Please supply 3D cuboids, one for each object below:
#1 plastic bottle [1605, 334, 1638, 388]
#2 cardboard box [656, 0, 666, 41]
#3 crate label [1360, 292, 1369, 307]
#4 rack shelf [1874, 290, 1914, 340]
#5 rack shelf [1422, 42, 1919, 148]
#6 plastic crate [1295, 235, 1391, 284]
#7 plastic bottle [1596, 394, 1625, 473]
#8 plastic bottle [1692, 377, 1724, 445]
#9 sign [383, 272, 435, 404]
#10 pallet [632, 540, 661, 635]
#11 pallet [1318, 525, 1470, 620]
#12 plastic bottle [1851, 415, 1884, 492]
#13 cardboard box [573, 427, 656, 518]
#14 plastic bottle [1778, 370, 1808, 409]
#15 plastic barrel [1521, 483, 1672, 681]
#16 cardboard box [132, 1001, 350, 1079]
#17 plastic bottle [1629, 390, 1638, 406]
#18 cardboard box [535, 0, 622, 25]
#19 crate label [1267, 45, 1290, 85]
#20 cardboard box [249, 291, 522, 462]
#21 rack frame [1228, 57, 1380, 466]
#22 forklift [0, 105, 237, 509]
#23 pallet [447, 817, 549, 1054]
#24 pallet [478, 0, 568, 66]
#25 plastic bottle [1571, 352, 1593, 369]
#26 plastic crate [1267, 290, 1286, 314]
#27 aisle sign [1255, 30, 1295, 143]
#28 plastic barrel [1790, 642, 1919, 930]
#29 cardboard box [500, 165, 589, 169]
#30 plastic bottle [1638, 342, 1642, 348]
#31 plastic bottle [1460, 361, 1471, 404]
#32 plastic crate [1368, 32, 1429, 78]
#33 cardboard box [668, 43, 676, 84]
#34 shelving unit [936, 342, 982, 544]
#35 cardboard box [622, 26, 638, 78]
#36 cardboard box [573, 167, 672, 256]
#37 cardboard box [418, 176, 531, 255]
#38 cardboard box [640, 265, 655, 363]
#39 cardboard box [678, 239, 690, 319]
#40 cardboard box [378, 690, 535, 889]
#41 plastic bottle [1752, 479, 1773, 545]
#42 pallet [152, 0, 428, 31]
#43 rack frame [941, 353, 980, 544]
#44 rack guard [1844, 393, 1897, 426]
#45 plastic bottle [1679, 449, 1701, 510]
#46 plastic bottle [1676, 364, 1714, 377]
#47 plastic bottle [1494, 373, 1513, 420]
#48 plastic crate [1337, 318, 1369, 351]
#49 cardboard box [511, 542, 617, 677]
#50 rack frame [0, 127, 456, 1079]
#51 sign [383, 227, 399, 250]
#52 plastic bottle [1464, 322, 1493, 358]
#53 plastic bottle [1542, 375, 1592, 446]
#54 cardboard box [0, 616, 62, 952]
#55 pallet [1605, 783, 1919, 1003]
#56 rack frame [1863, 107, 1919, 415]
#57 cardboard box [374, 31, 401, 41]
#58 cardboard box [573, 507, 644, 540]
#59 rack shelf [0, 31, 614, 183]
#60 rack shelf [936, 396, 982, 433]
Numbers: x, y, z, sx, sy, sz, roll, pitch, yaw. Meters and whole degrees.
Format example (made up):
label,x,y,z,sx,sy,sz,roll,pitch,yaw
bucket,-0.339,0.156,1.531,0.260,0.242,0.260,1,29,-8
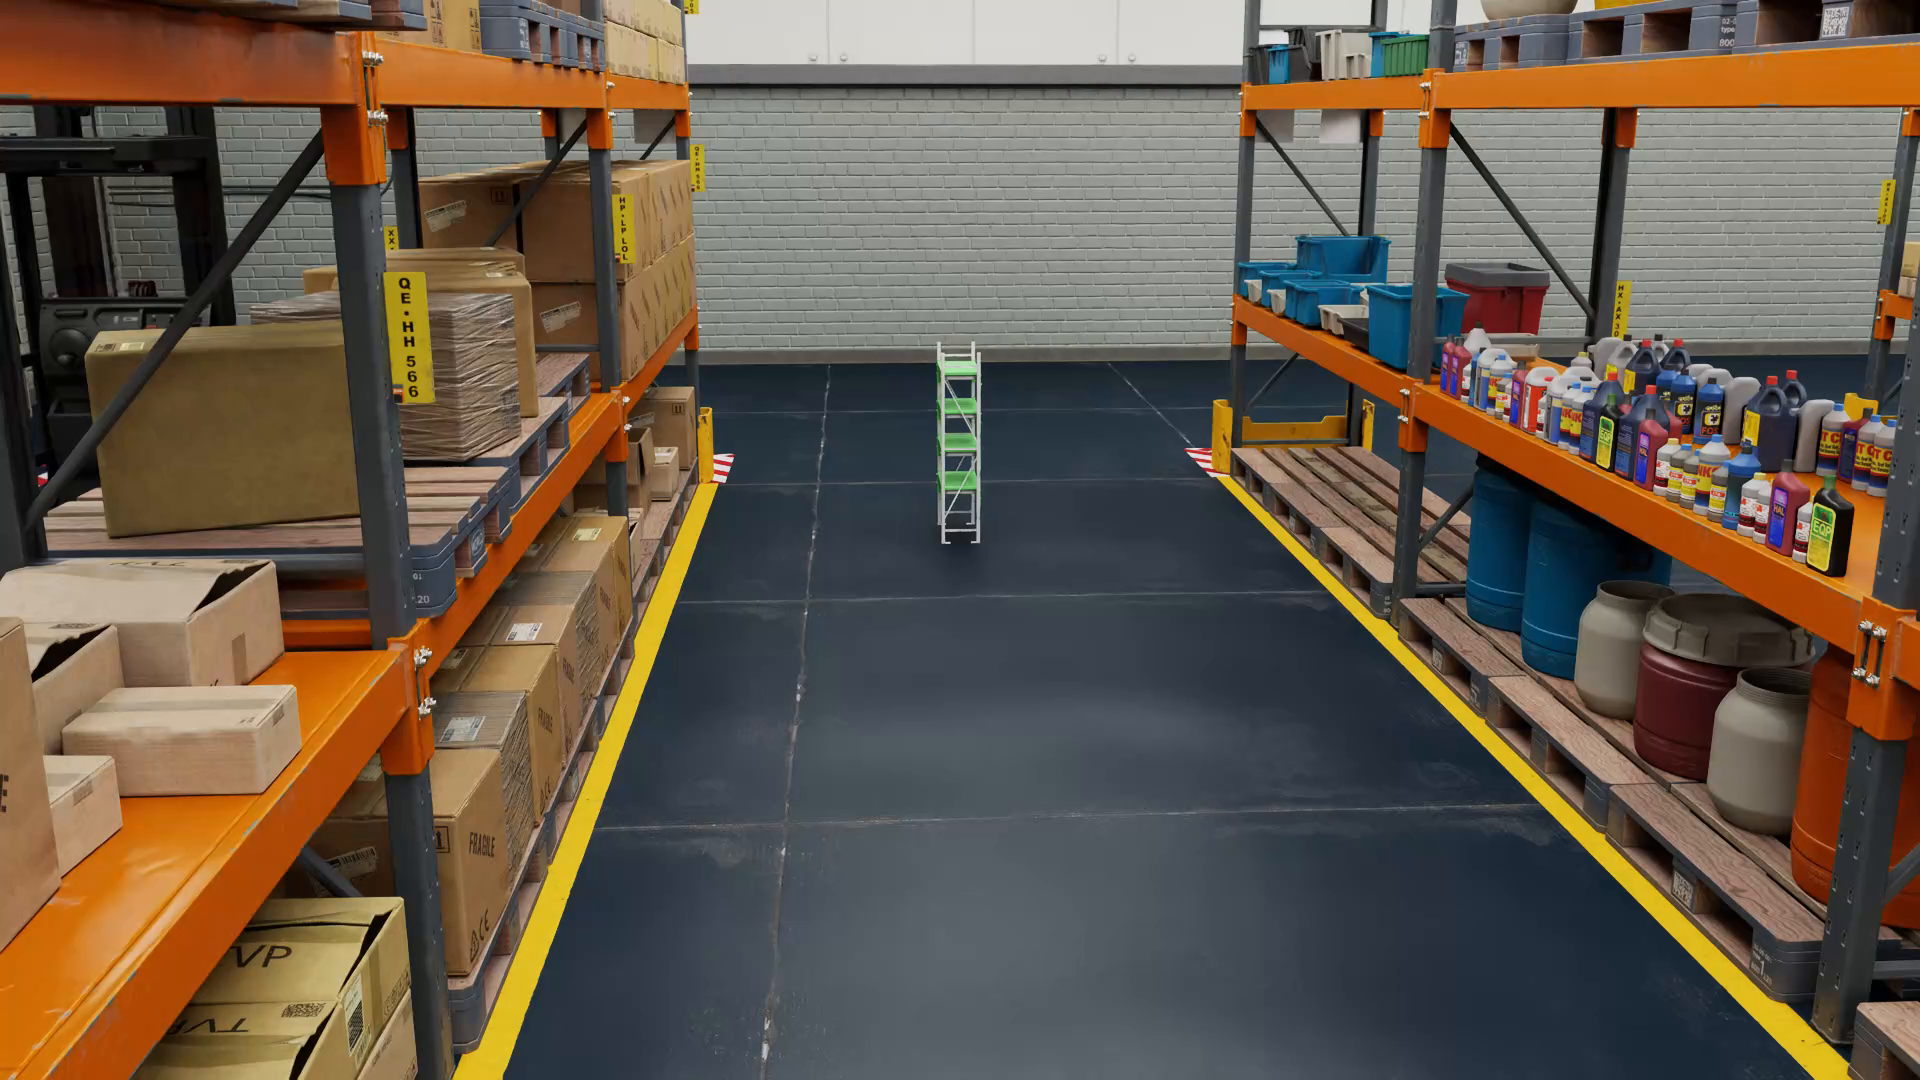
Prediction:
label,x,y,z,sx,sy,sz,roll,pitch,yaw
plastic bottle,3.015,-0.751,7.525,0.144,0.351,0.185,-1,14,-3
cardboard box,-2.072,-3.170,10.104,0.500,0.250,0.500,-1,14,-3
crate label,2.804,-1.556,10.962,0.396,0.136,0.243,-1,14,-3
rack shelf,7.595,-1.226,10.717,1.077,0.370,4.000,-1,14,-3
rack shelf,2.899,-1.608,6.179,1.077,0.370,4.000,-1,14,-3
plastic crate,2.735,-1.961,11.939,0.616,0.435,0.499,-1,14,-3
plastic bottle,2.482,-0.407,6.322,0.061,0.283,0.133,-1,14,-3
plastic bottle,3.076,-0.532,6.831,0.097,0.271,0.097,0,14,0
sign,-1.367,-0.501,4.129,0.100,0.325,0.005,-1,14,-3
pallet,-2.210,0.254,9.114,1.003,0.211,1.213,-1,14,-3
pallet,2.691,0.167,9.452,1.003,0.211,1.213,-1,14,-3
plastic bottle,3.282,-0.315,5.991,0.097,0.271,0.097,0,14,0
cardboard box,-2.290,-0.397,10.175,0.797,0.503,0.637,-1,14,-3
plastic bottle,3.227,-0.479,6.469,0.144,0.351,0.185,-1,14,-3
plastic barrel,2.836,0.124,7.394,0.600,0.901,0.708,-1,14,-3
cardboard box,-1.604,1.182,3.463,0.500,0.311,0.500,-1,14,-4
plastic bottle,2.632,-0.454,6.530,0.097,0.271,0.097,0,14,0
cardboard box,-1.951,-2.672,8.171,0.500,0.250,0.500,-1,14,-3
crate label,2.262,-3.142,10.997,0.408,0.251,0.502,-1,14,-3
cardboard box,-1.938,-0.568,5.669,0.700,0.500,0.500,2,15,7
rack frame,2.528,-1.996,12.263,1.000,3.000,0.127,-1,14,-3
forklift,-4.631,-1.135,9.057,1.130,2.935,3.031,-1,14,-3
pallet,-1.929,1.234,5.308,1.003,0.211,1.213,-1,14,-3
pallet,-2.131,-1.866,6.116,1.213,0.211,1.003,-1,14,-3
plastic bottle,2.999,-0.805,8.034,0.097,0.201,0.097,0,14,0
plastic crate,2.194,-1.581,11.059,0.250,0.136,0.298,-1,14,-3
aisle sign,2.227,-3.268,11.991,0.394,0.787,0.004,-1,14,-3
plastic barrel,2.976,0.720,5.220,0.600,0.830,0.708,-1,14,-3
cardboard box,-2.586,-2.084,10.399,0.500,0.500,0.500,-1,14,-3
plastic bottle,3.183,-0.794,7.829,0.061,0.283,0.133,-1,14,-3
plastic bottle,2.406,-0.745,7.802,0.097,0.201,0.097,0,14,0
plastic crate,2.401,-2.594,8.904,0.416,0.233,0.300,-1,14,-3
cardboard box,-2.101,-3.052,10.650,0.500,0.250,0.500,-1,14,-3
shelving unit,-0.010,-0.622,10.537,0.258,1.200,0.503,-1,14,-3
cardboard box,-1.979,-2.555,8.716,0.500,0.250,0.500,-1,14,-3
cardboard box,-2.014,-1.964,9.933,0.500,0.500,0.500,0,14,-2
cardboard box,-2.458,-1.580,8.439,0.500,0.500,0.500,-1,14,-3
cardboard box,-1.963,-1.232,9.094,0.500,0.500,0.500,-1,14,-2
cardboard box,-2.081,-1.732,11.039,0.500,0.500,0.500,-1,14,-3
cardboard box,-1.702,0.819,5.456,0.500,0.500,0.500,-1,14,-5
plastic bottle,2.569,-0.090,5.256,0.097,0.201,0.097,0,14,0
pallet,-1.789,-1.124,3.236,1.213,0.211,1.003,0,14,-1
rack frame,0.005,-0.562,10.301,0.240,1.200,0.015,-1,14,-3
rack guard,7.470,-0.868,12.895,1.175,0.500,0.348,-1,14,-3
plastic bottle,2.539,-0.211,5.726,0.097,0.201,0.097,0,14,0
plastic bottle,3.177,-0.631,7.210,0.152,0.276,0.135,-1,14,-3
plastic bottle,2.433,-0.639,7.390,0.097,0.201,0.097,0,14,0
plastic crate,2.438,-1.171,9.489,0.437,0.125,0.590,-1,14,-3
cardboard box,-1.830,0.314,7.421,0.500,0.500,0.500,-1,14,-3
rack frame,-1.921,0.069,4.237,1.000,3.000,0.127,-1,14,-3
sign,-2.710,-1.334,7.955,0.100,0.325,0.005,-1,14,-3
plastic bottle,2.476,-0.874,8.004,0.144,0.351,0.185,-1,14,-3
plastic bottle,2.496,-0.532,6.823,0.152,0.276,0.135,-1,14,-3
cardboard box,-1.800,0.438,2.603,0.500,0.500,0.500,-2,15,-6
pallet,2.933,1.149,5.637,1.003,0.211,1.213,-1,14,-3
rack frame,7.471,-2.072,12.560,1.000,3.000,0.127,-1,14,-3
cardboard box,-1.981,-1.540,4.270,0.910,0.500,0.500,-1,14,-3
cardboard box,-2.042,-0.089,9.655,0.380,0.166,0.250,-1,14,-3
rack shelf,-2.045,-1.532,5.886,1.077,0.370,4.000,-1,14,-3
rack shelf,-0.010,-0.793,10.493,0.258,0.148,0.480,-1,14,-3
